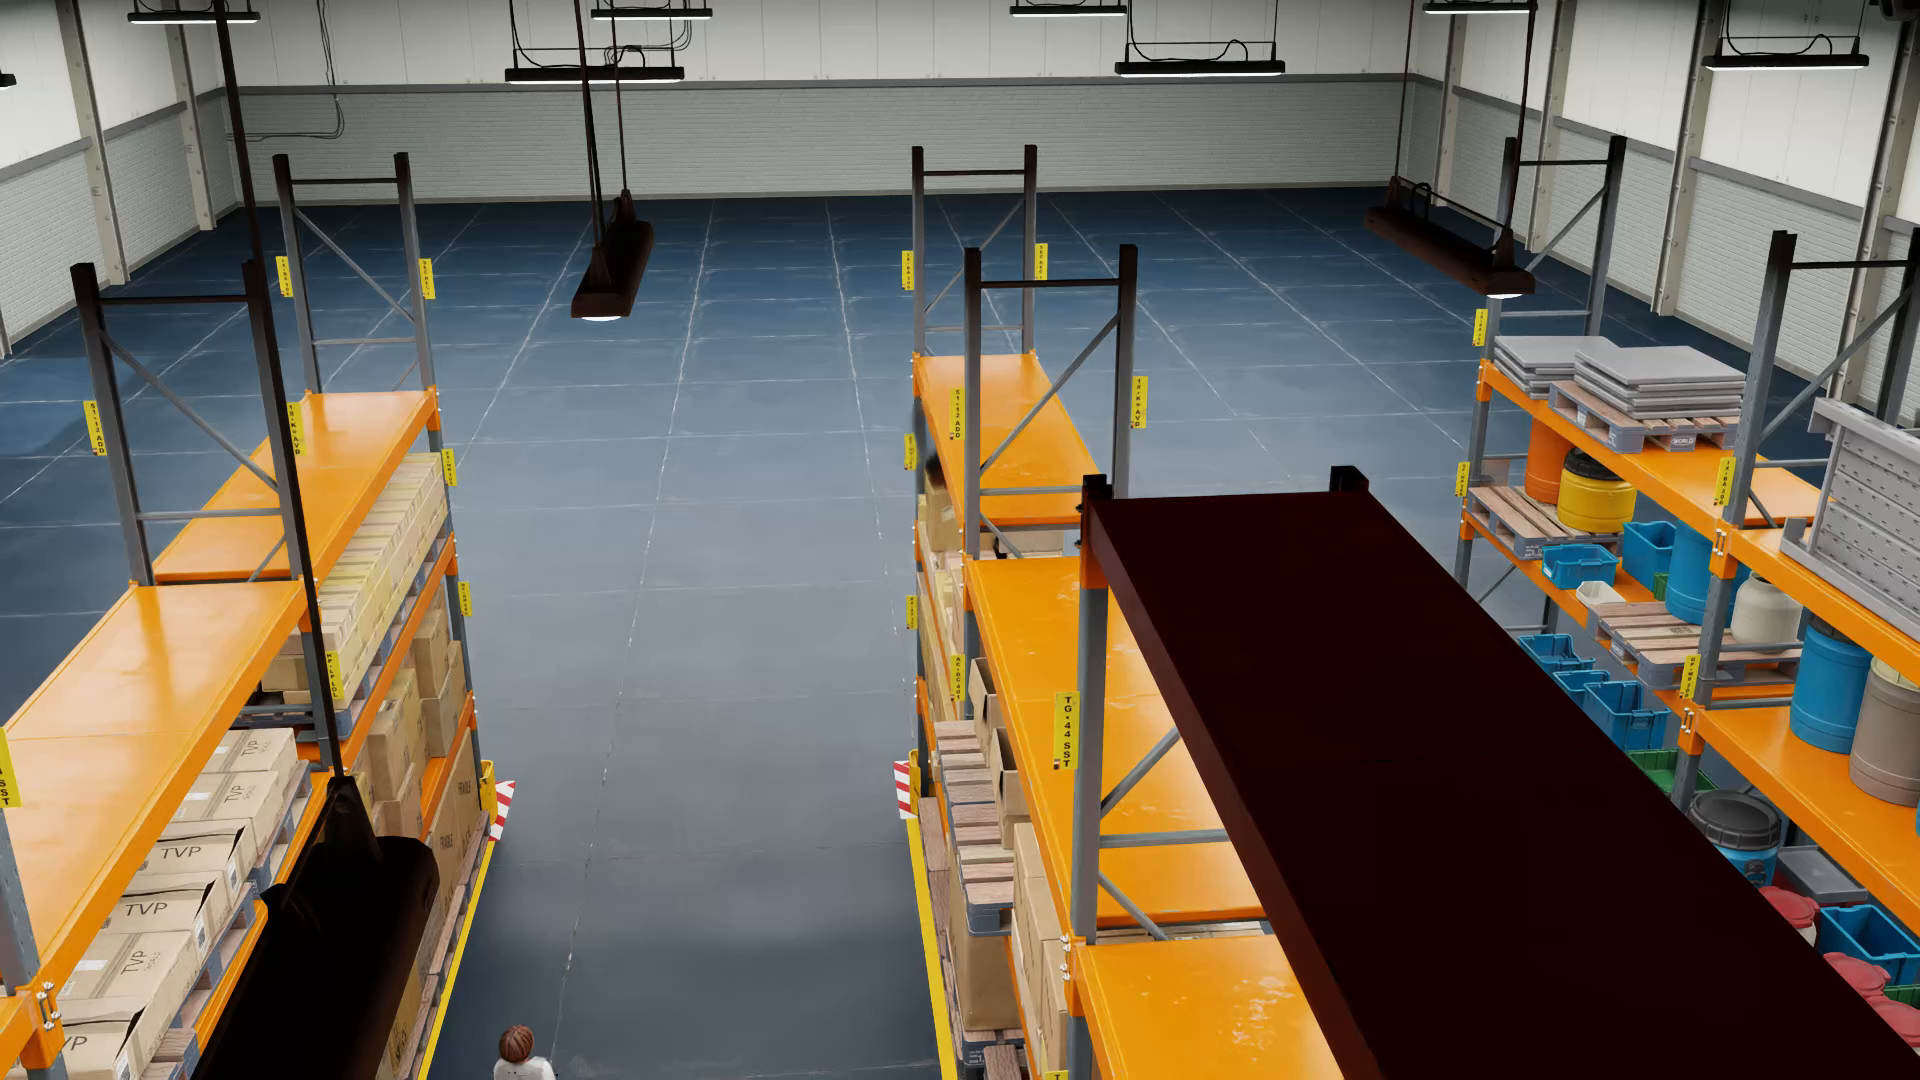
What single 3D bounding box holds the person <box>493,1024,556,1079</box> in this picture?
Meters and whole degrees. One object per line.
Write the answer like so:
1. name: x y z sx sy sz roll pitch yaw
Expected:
1. person: -2.644 3.651 10.292 0.479 1.538 0.828 -1 22 -1
